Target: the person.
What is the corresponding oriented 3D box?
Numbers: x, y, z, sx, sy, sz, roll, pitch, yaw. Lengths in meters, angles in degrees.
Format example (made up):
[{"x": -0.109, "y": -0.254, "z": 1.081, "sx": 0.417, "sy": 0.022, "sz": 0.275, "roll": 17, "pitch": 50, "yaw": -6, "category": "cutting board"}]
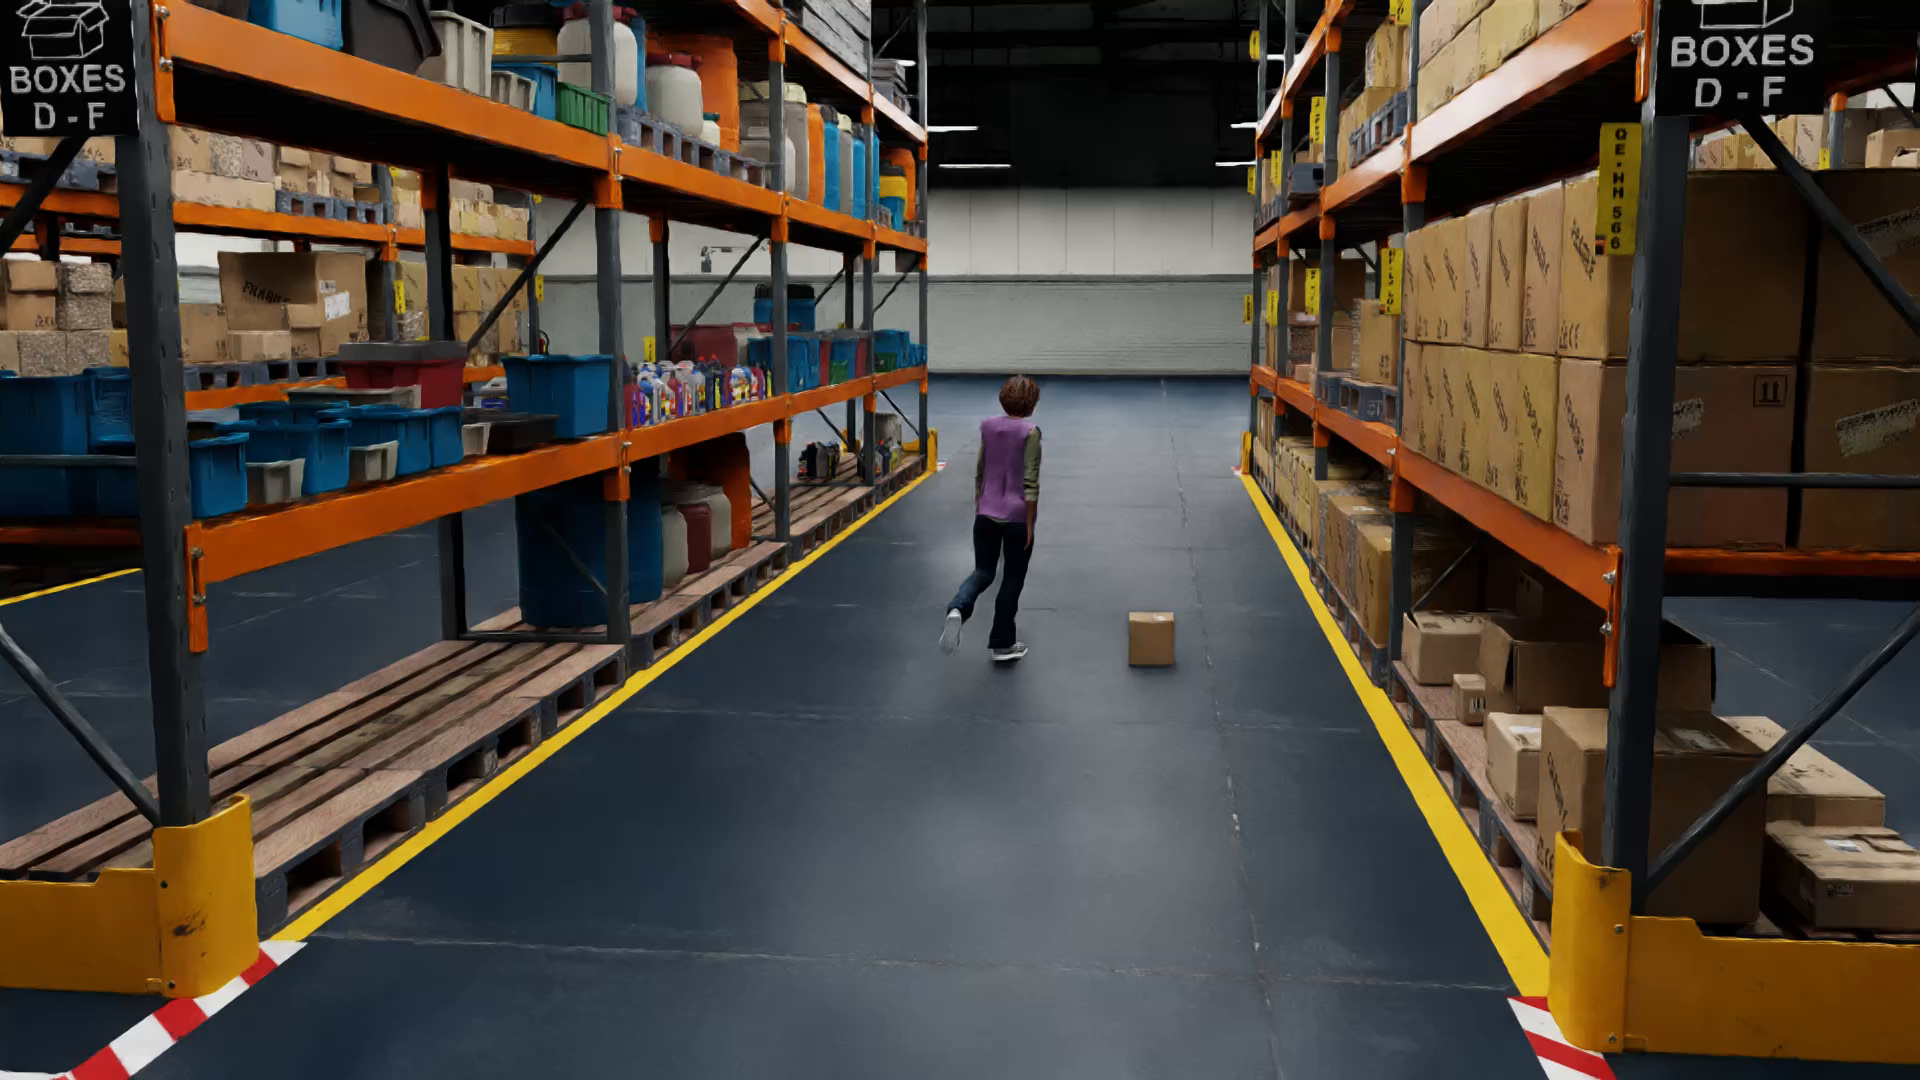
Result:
[{"x": 0.211, "y": -0.095, "z": 9.015, "sx": 0.464, "sy": 1.571, "sz": 0.677, "roll": 5, "pitch": 9, "yaw": 34, "category": "person"}]
